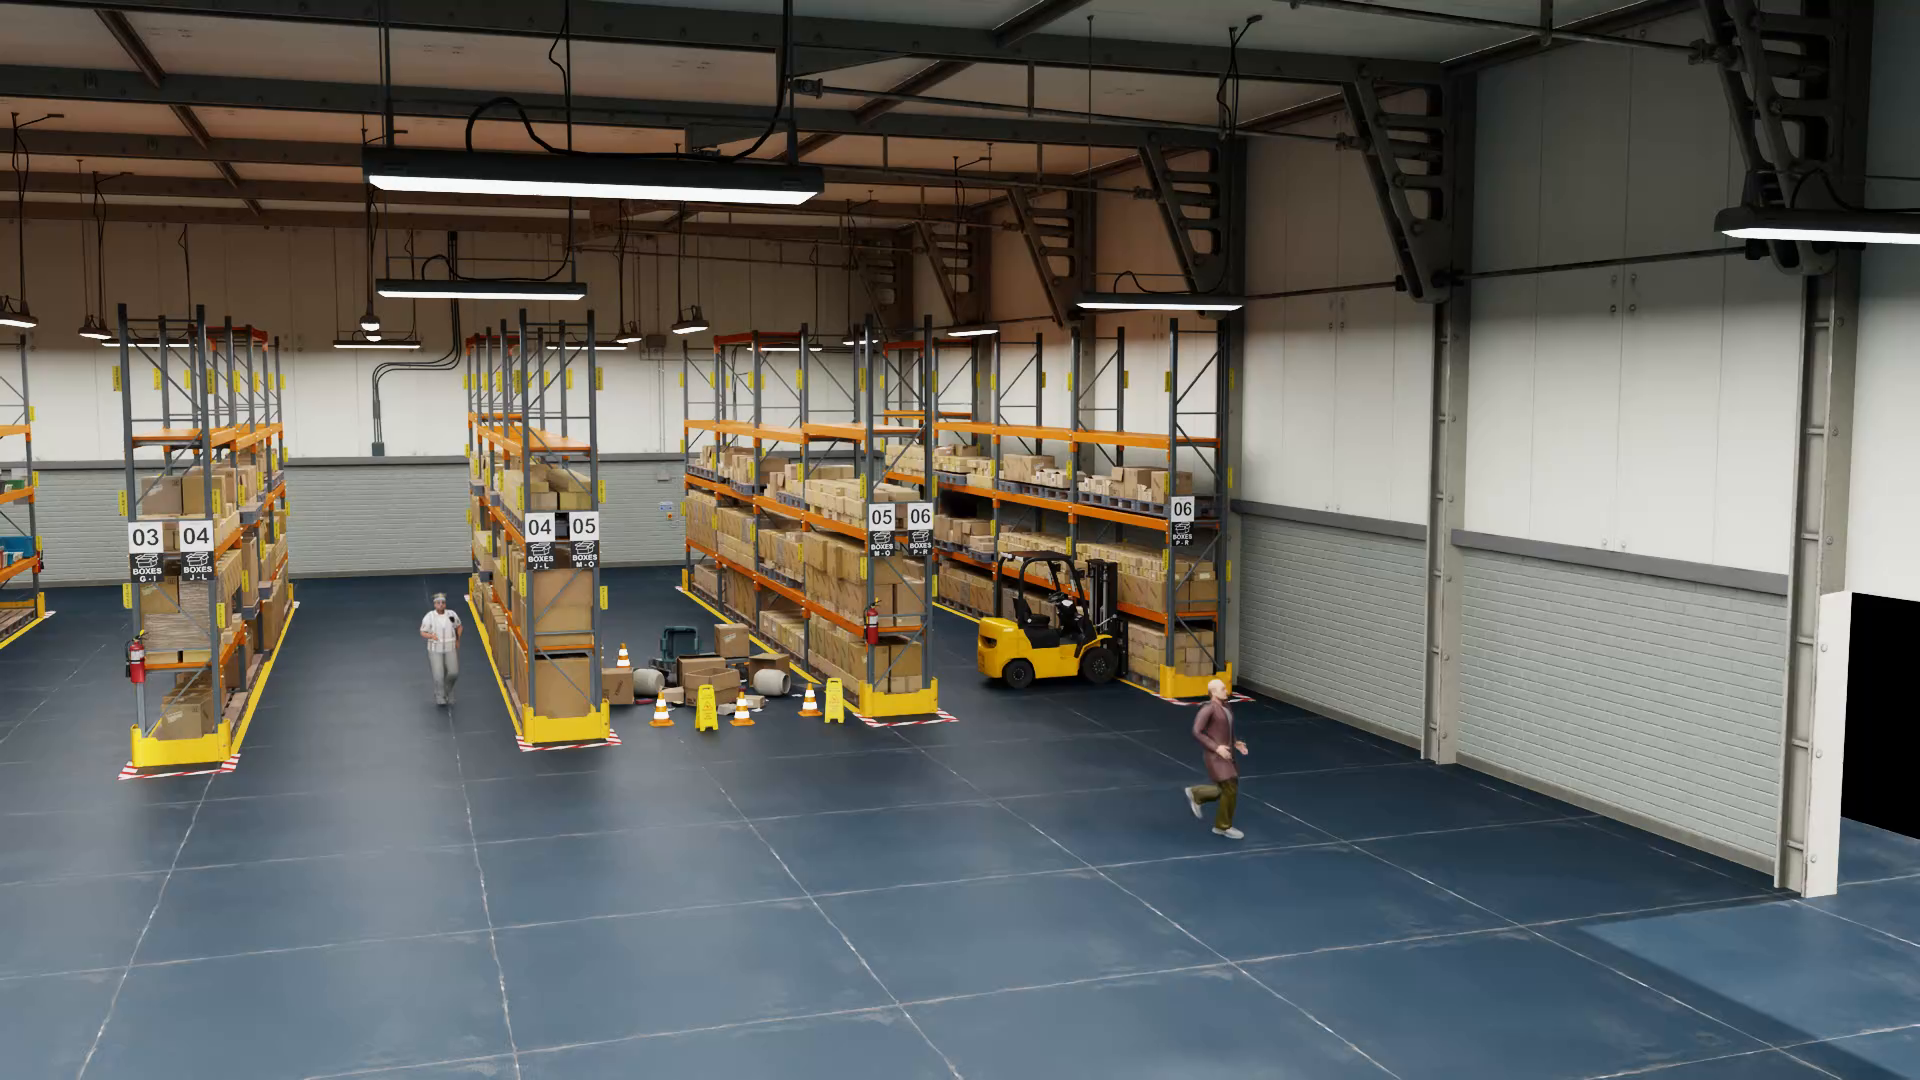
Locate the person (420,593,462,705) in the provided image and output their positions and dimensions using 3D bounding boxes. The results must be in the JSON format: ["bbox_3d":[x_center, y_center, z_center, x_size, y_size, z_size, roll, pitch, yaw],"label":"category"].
[{"bbox_3d":[-7.967,1.701,25.668,0.648,1.759,0.620,-3,6,-26],"label":"person"}]

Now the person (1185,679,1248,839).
[{"bbox_3d":[2.808,2.406,18.405,0.738,1.746,0.712,3,6,31],"label":"person"}]
